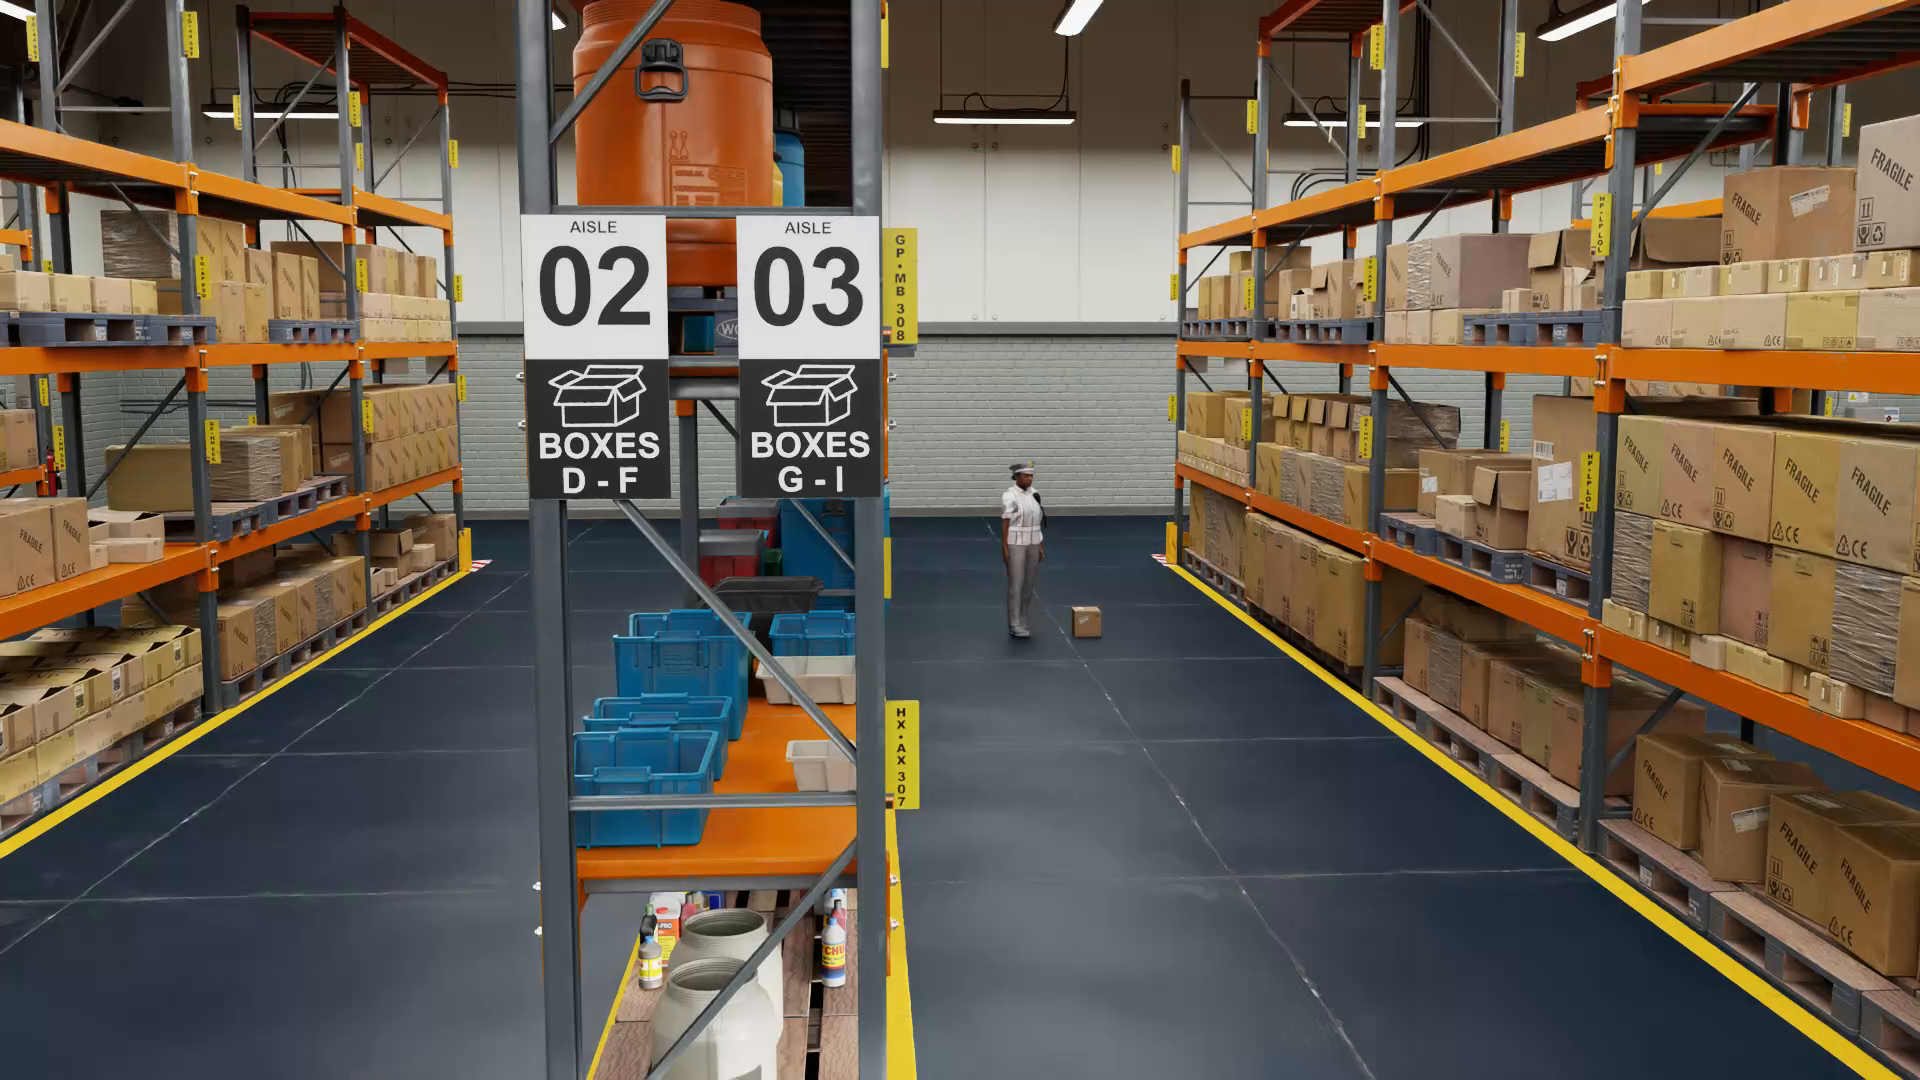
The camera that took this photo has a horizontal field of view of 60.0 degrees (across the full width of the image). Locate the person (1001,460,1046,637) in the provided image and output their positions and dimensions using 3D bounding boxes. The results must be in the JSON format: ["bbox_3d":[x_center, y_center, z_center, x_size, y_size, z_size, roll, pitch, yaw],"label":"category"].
[{"bbox_3d":[0.642,0.072,16.044,0.474,1.684,0.499,-5,9,-38],"label":"person"}]
